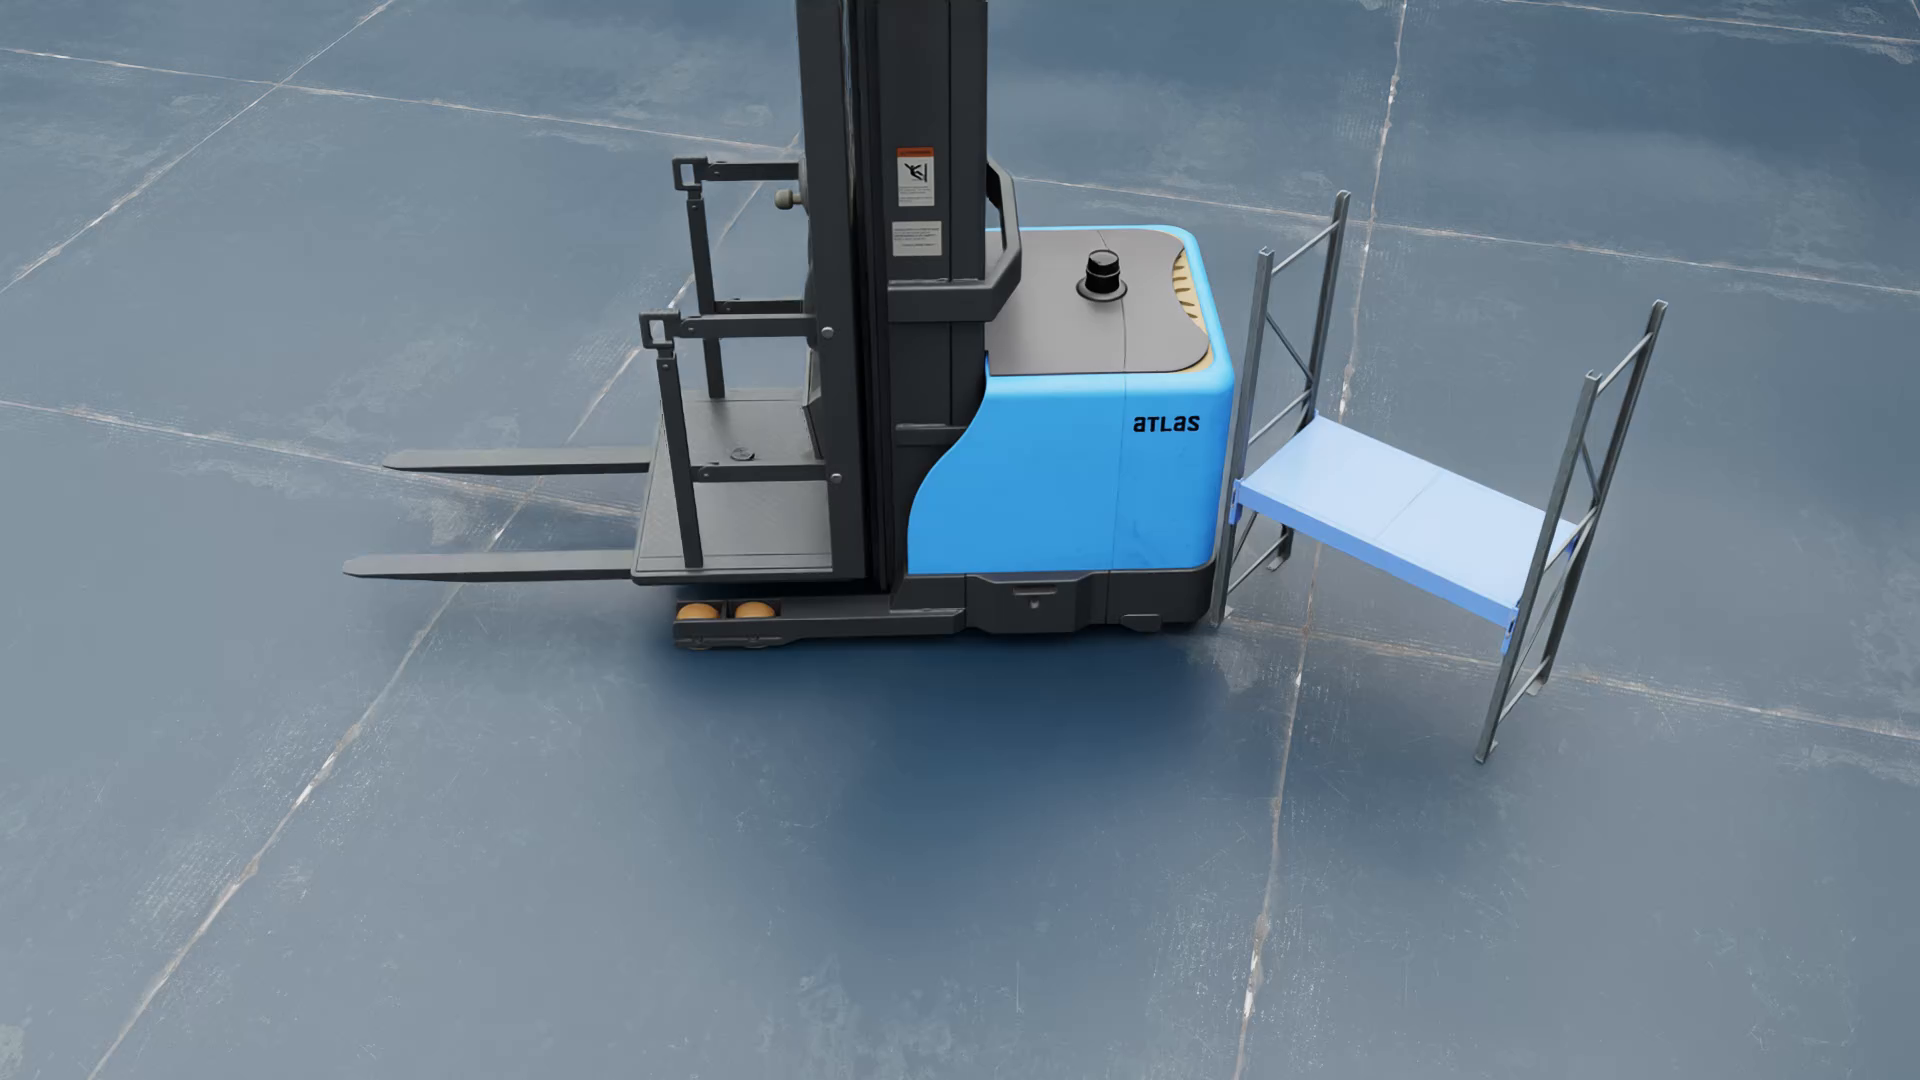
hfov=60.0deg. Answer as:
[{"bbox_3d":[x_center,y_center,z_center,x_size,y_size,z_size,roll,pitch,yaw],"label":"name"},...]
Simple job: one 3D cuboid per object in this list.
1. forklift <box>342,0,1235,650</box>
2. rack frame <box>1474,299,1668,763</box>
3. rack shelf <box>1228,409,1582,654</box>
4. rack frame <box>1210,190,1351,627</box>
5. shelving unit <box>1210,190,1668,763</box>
[{"bbox_3d":[-0.645,-1.087,5.265,3.031,2.935,1.130,-1,40,-1],"label":"forklift"},{"bbox_3d":[1.840,0.019,5.061,0.032,1.500,0.500,28,47,29],"label":"rack frame"},{"bbox_3d":[1.448,-0.052,5.425,1.000,0.185,0.538,28,47,29],"label":"rack shelf"},{"bbox_3d":[1.057,-0.398,5.557,0.032,1.500,0.500,28,47,29],"label":"rack frame"},{"bbox_3d":[1.448,-0.189,5.309,1.048,1.500,0.538,28,47,29],"label":"shelving unit"}]
